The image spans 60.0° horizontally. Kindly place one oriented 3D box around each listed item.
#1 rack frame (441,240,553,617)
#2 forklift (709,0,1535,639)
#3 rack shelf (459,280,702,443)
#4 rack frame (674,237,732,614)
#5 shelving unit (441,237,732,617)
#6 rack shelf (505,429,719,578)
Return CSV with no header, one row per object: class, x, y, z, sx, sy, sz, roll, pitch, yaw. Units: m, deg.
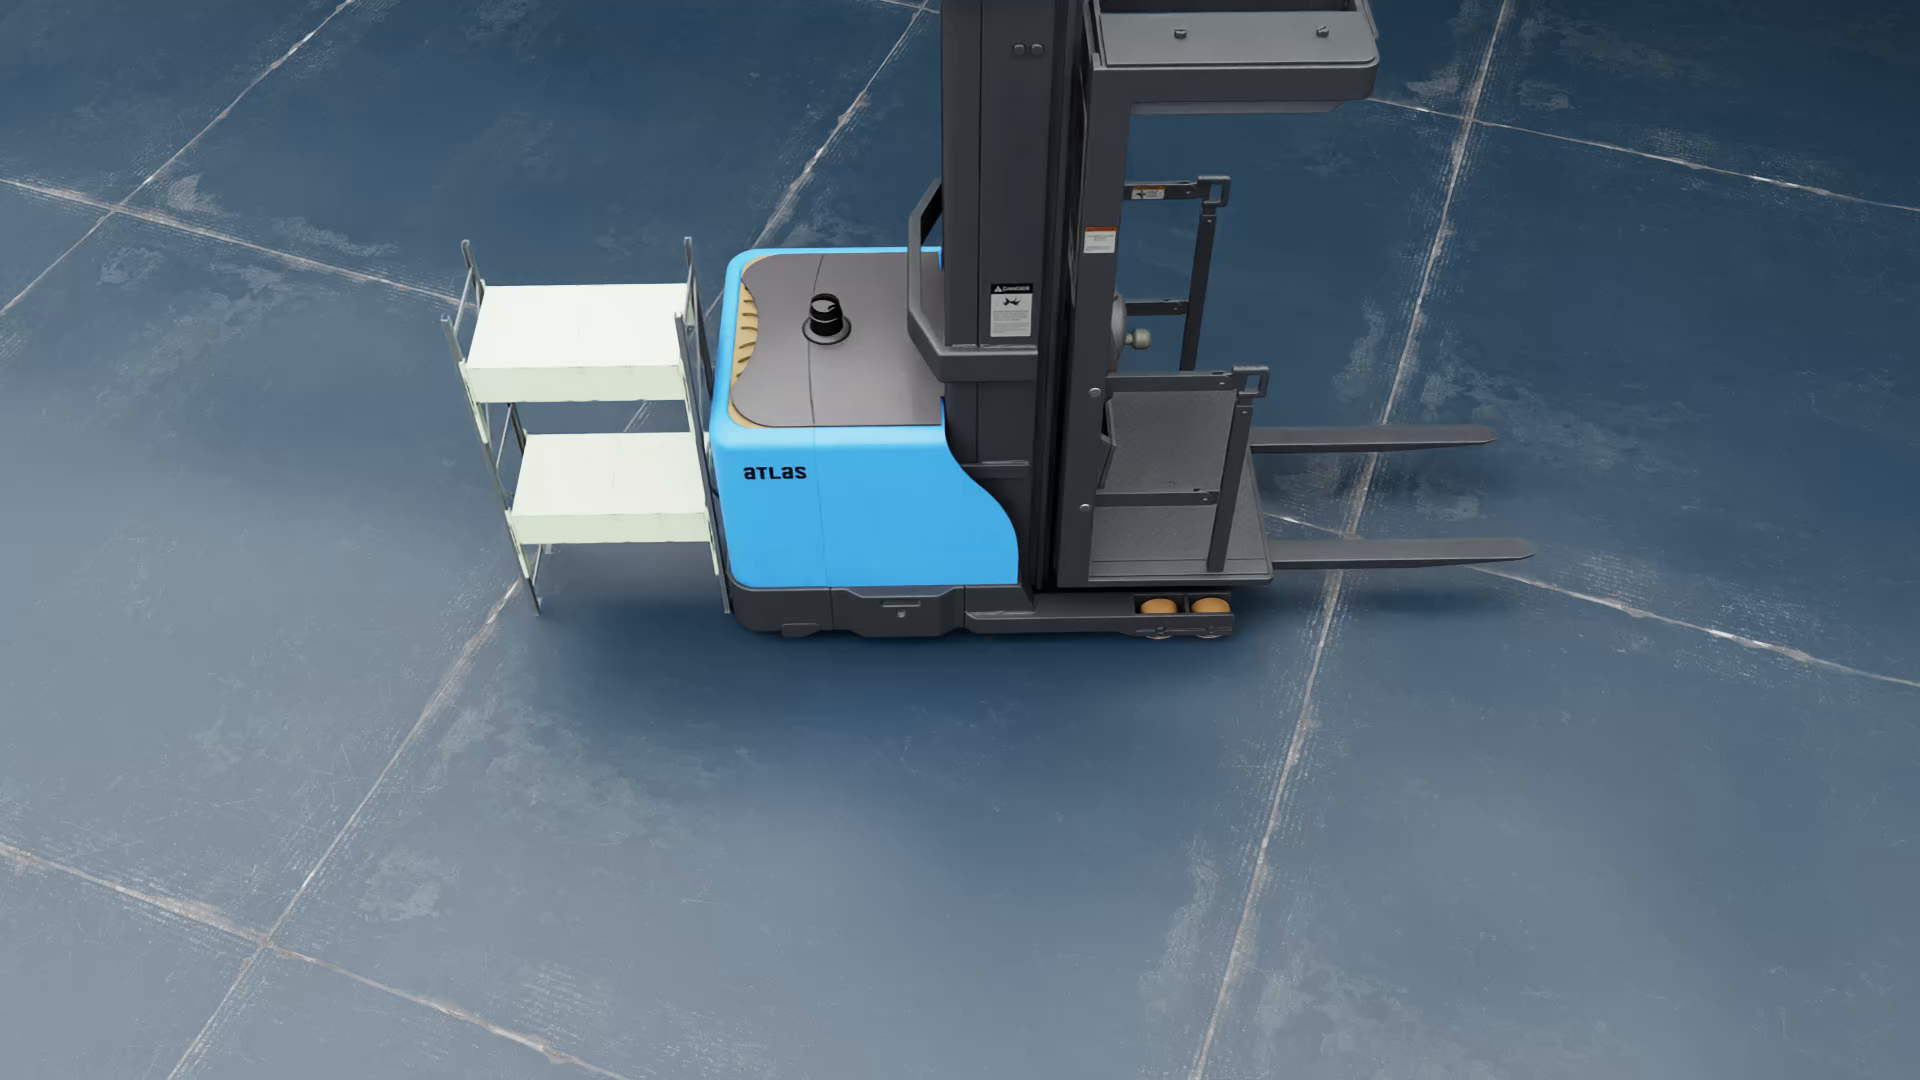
rack frame,-1.626,-0.348,5.926,0.023,1.500,0.400,-1,49,-1
forklift,0.652,-0.989,5.534,3.031,2.935,1.130,-1,49,-1
rack shelf,-1.260,-0.610,5.636,0.720,0.370,0.431,-1,49,-1
rack frame,-0.894,-0.360,5.935,0.023,1.500,0.400,-1,49,-1
shelving unit,-1.260,-0.354,5.931,0.755,1.500,0.431,-1,49,-1
rack shelf,-1.260,-0.141,6.177,0.720,0.370,0.431,-1,49,-1
